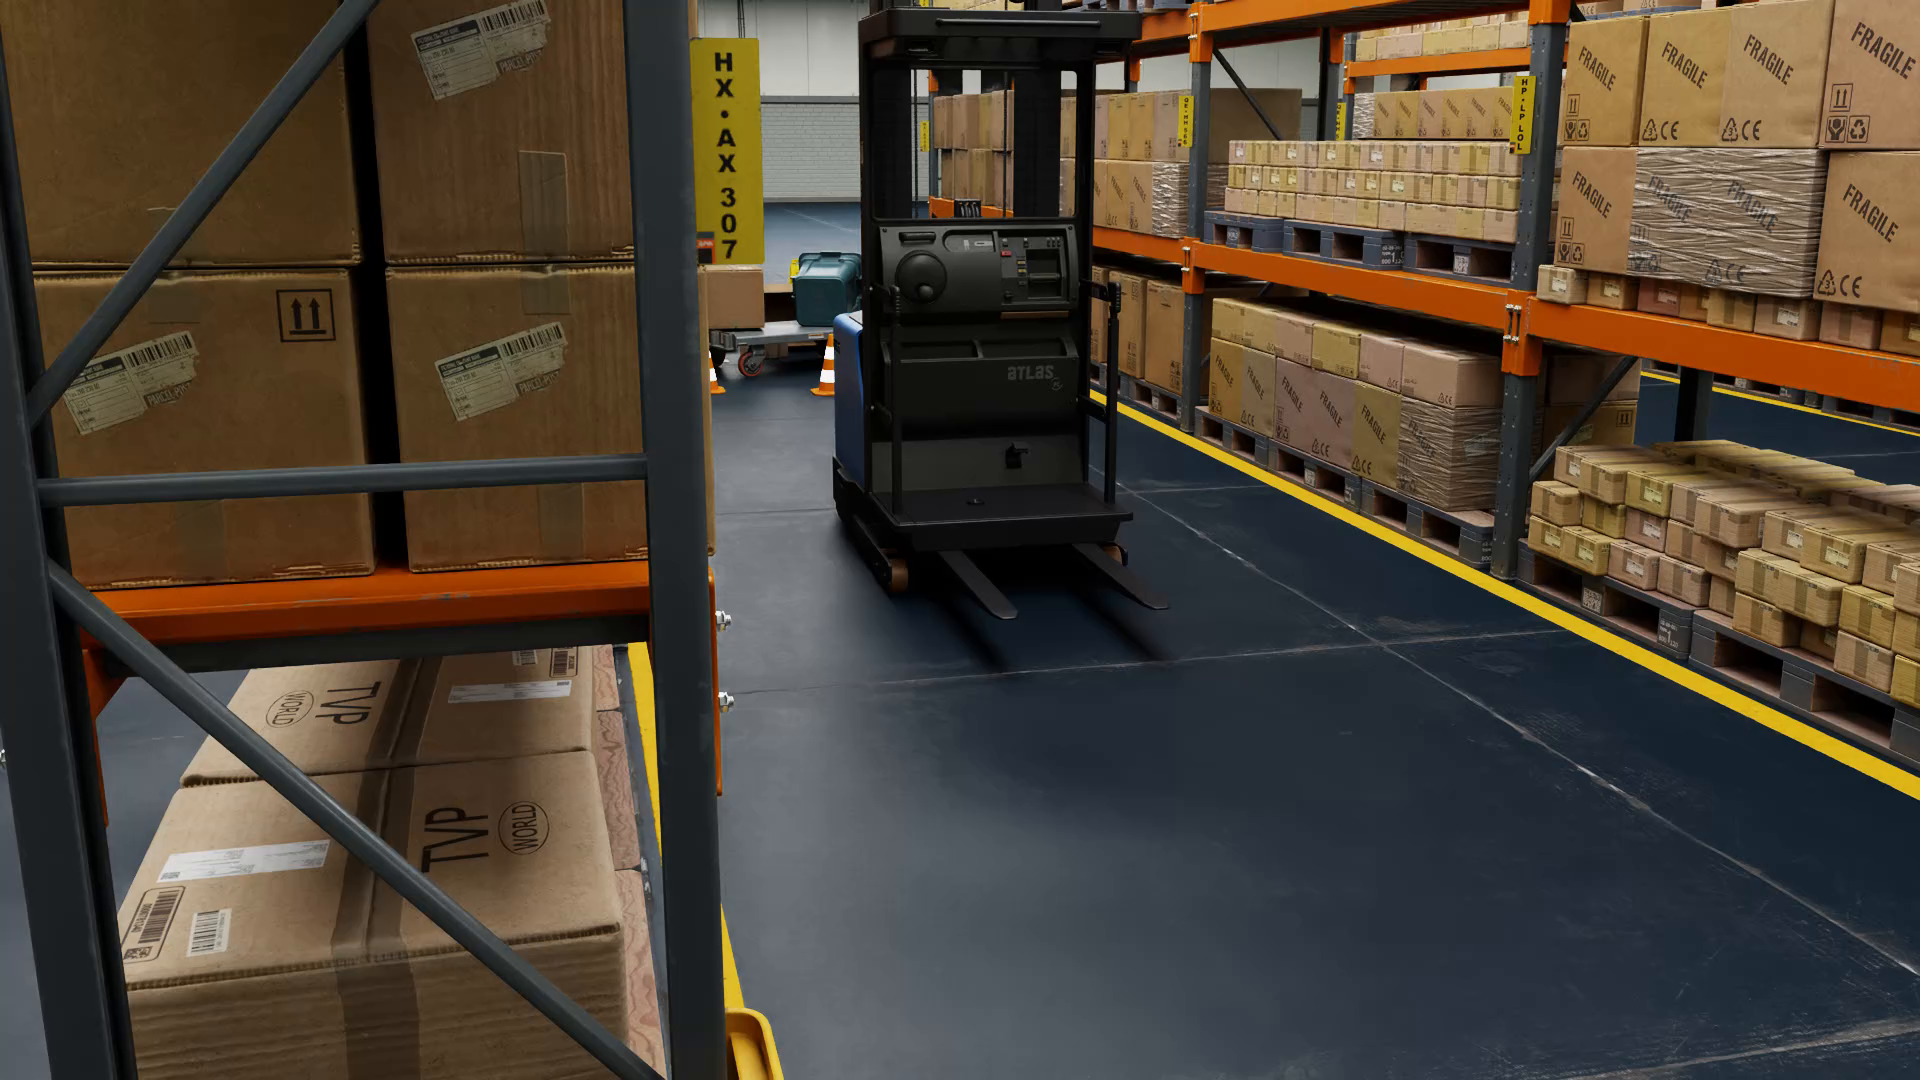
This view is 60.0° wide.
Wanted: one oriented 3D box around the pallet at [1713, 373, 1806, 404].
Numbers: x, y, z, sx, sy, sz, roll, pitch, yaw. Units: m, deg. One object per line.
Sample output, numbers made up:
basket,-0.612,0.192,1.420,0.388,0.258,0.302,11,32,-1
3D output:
pallet,6.689,-1.306,13.327,1.003,0.211,1.213,-3,14,-13

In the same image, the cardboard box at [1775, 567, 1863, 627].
cardboard box,3.112,0.189,5.830,0.380,0.149,0.250,-3,14,-13

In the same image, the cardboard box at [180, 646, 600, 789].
cardboard box,-1.358,0.601,4.159,0.875,0.438,0.875,-3,14,-12

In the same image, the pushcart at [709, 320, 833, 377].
pushcart,-1.497,-1.715,14.652,1.648,0.377,0.936,-9,16,-33

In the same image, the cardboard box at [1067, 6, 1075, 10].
cardboard box,1.212,-4.957,15.512,0.380,0.149,0.250,-3,14,-13

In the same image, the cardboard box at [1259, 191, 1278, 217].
cardboard box,2.062,-2.070,10.225,0.380,0.149,0.250,-3,14,-10

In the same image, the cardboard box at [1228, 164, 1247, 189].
cardboard box,1.944,-2.331,10.664,0.380,0.149,0.250,-3,14,-11

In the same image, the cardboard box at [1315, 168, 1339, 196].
cardboard box,2.248,-2.034,9.448,0.380,0.149,0.250,-3,14,-14

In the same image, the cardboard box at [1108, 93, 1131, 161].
cardboard box,1.567,-3.218,12.961,0.700,0.500,0.500,-3,14,-14

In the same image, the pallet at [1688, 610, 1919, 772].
pallet,3.448,0.486,5.995,1.003,0.211,1.213,-3,14,-13

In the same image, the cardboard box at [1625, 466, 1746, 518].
cardboard box,2.959,-0.199,6.788,0.380,0.149,0.250,-3,14,-14

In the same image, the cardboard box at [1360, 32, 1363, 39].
cardboard box,4.832,-5.827,19.113,0.380,0.149,0.250,-3,14,-14

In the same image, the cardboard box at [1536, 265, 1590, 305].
cardboard box,2.714,-1.098,7.132,0.380,0.149,0.250,-3,14,-11

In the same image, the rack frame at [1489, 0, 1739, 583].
rack frame,2.965,-1.304,7.444,1.000,3.000,0.127,-3,14,-13

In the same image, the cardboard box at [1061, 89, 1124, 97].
cardboard box,1.033,-3.834,15.209,0.875,0.550,0.550,-3,14,-13

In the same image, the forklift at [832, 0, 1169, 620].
forklift,0.142,-1.278,7.483,1.130,2.935,3.031,-3,14,-13

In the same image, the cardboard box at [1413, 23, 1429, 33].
cardboard box,5.104,-5.525,17.877,0.380,0.149,0.250,-4,14,-16

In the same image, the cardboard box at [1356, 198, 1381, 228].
cardboard box,2.371,-1.767,8.984,0.380,0.149,0.250,-3,14,-11

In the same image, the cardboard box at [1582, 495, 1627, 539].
cardboard box,2.886,-0.113,7.064,0.380,0.149,0.250,-3,14,-13

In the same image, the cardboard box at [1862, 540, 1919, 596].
cardboard box,3.276,0.100,5.567,0.380,0.149,0.250,-4,14,-15

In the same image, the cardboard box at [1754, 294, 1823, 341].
cardboard box,3.070,-0.797,5.900,0.380,0.149,0.250,-3,14,-11

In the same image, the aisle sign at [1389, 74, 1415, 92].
aisle sign,5.269,-5.619,19.630,0.394,0.787,0.004,-3,14,-13

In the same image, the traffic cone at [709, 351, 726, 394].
traffic cone,-2.049,-1.410,13.223,0.336,0.463,0.334,-3,14,-13

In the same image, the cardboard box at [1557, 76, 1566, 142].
cardboard box,5.982,-3.707,15.131,1.000,1.000,1.000,-3,14,-13

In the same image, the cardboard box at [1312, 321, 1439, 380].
cardboard box,2.299,-1.056,9.232,0.500,0.250,0.500,-4,14,-16

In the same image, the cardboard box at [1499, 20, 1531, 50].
cardboard box,5.571,-4.878,16.067,0.500,0.250,0.500,-3,14,-11

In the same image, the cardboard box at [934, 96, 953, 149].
cardboard box,0.197,-4.582,18.270,0.875,0.550,0.550,-3,14,-13

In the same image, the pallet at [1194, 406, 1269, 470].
pallet,2.208,-0.692,10.814,1.003,0.211,1.213,-3,14,-13

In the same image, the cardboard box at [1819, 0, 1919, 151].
cardboard box,3.178,-1.510,5.343,0.500,0.500,0.500,-4,14,-15

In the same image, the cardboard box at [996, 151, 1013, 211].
cardboard box,0.837,-3.432,15.840,0.875,0.550,0.550,-3,14,-13

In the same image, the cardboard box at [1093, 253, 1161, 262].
cardboard box,1.320,-2.123,14.650,1.050,0.750,0.750,-3,14,-13

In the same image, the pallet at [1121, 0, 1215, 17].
pallet,1.823,-3.738,11.484,1.213,0.211,1.003,-3,14,-11

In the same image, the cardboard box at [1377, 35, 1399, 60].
cardboard box,4.981,-5.466,18.474,0.500,0.250,0.500,-4,14,-14

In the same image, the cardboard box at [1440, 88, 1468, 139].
cardboard box,5.323,-4.401,17.175,0.500,0.500,0.500,-3,14,-13

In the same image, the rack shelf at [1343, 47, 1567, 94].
rack shelf,5.462,-4.972,17.652,1.077,0.370,4.000,-3,14,-13

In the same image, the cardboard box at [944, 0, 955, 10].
cardboard box,0.131,-5.611,17.347,0.500,0.250,0.500,-3,14,-14

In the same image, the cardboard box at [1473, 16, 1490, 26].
cardboard box,5.367,-5.222,16.635,0.380,0.149,0.250,-4,14,-15

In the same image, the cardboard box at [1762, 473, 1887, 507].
cardboard box,3.451,-0.167,6.657,0.380,0.149,0.250,-3,14,-11

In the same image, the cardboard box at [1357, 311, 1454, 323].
cardboard box,2.675,-1.204,9.835,0.500,0.250,0.500,-3,14,-12

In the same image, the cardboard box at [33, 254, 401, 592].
cardboard box,-1.254,-0.227,2.826,0.500,0.500,0.500,-3,14,-13

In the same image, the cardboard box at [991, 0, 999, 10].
cardboard box,0.509,-4.980,15.604,0.380,0.149,0.250,-3,14,-13

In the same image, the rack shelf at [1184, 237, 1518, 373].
rack shelf,2.496,-1.416,9.418,1.077,0.370,4.000,-3,14,-13

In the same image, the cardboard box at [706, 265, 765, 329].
cardboard box,-1.978,-2.110,14.415,0.500,0.500,0.500,-3,14,-13

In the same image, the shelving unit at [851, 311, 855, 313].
shelving unit,-0.439,-0.745,9.266,0.252,1.050,0.215,13,19,43

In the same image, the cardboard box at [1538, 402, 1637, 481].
cardboard box,3.050,-0.479,8.449,0.500,0.500,0.500,-3,14,-11

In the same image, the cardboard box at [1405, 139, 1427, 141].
cardboard box,5.404,-4.164,18.312,0.875,0.500,0.500,-3,14,-13

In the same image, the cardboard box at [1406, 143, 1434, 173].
cardboard box,2.497,-1.939,8.434,0.380,0.149,0.250,-3,14,-13

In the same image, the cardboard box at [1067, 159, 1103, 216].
cardboard box,1.183,-2.830,13.479,0.500,0.500,0.500,-3,14,-13

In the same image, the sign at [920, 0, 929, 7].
sign,-0.394,-5.963,18.185,0.100,0.325,0.005,-3,14,-13

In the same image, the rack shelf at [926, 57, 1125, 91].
rack shelf,0.617,-4.719,16.616,1.077,0.370,4.000,-3,14,-13

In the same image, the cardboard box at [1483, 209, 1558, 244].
cardboard box,2.680,-1.467,7.754,0.380,0.149,0.250,-4,14,-14

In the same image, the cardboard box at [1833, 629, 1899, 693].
cardboard box,3.205,0.395,5.613,0.380,0.149,0.250,-3,14,-12

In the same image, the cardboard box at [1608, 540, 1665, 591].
cardboard box,2.910,0.095,6.841,0.380,0.149,0.250,-3,14,-13

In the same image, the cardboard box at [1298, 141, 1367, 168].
cardboard box,2.192,-2.238,9.659,0.380,0.149,0.250,-3,14,-11

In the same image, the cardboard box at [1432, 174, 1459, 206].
cardboard box,2.562,-1.729,8.203,0.380,0.149,0.250,-3,14,-11

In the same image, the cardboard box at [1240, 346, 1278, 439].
cardboard box,2.066,-0.923,10.268,0.500,0.500,0.500,-3,14,-13
